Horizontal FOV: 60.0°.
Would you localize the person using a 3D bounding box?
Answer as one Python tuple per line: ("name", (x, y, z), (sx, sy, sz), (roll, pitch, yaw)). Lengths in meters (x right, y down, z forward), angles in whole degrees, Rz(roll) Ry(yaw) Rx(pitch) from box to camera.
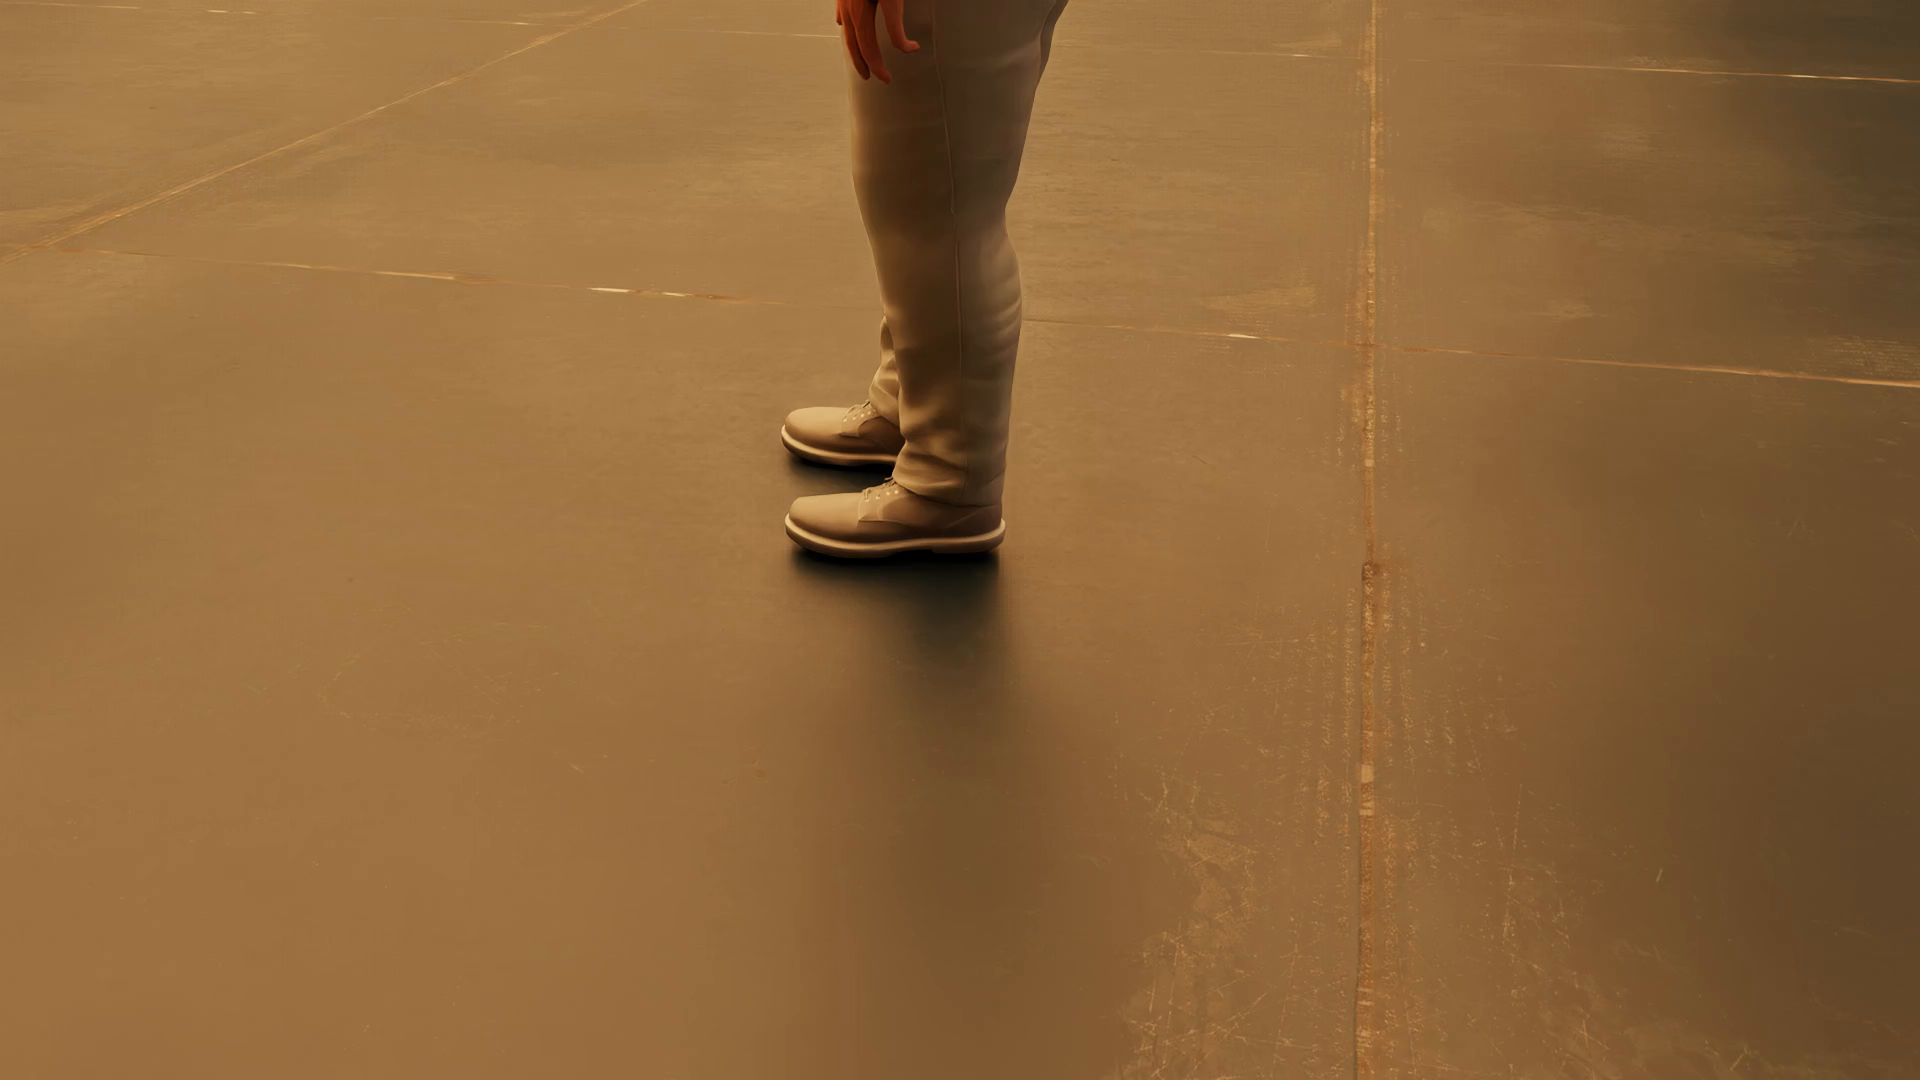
("person", (-0.074, -0.814, 2.121), (0.574, 1.778, 0.641), (6, 27, 11))
